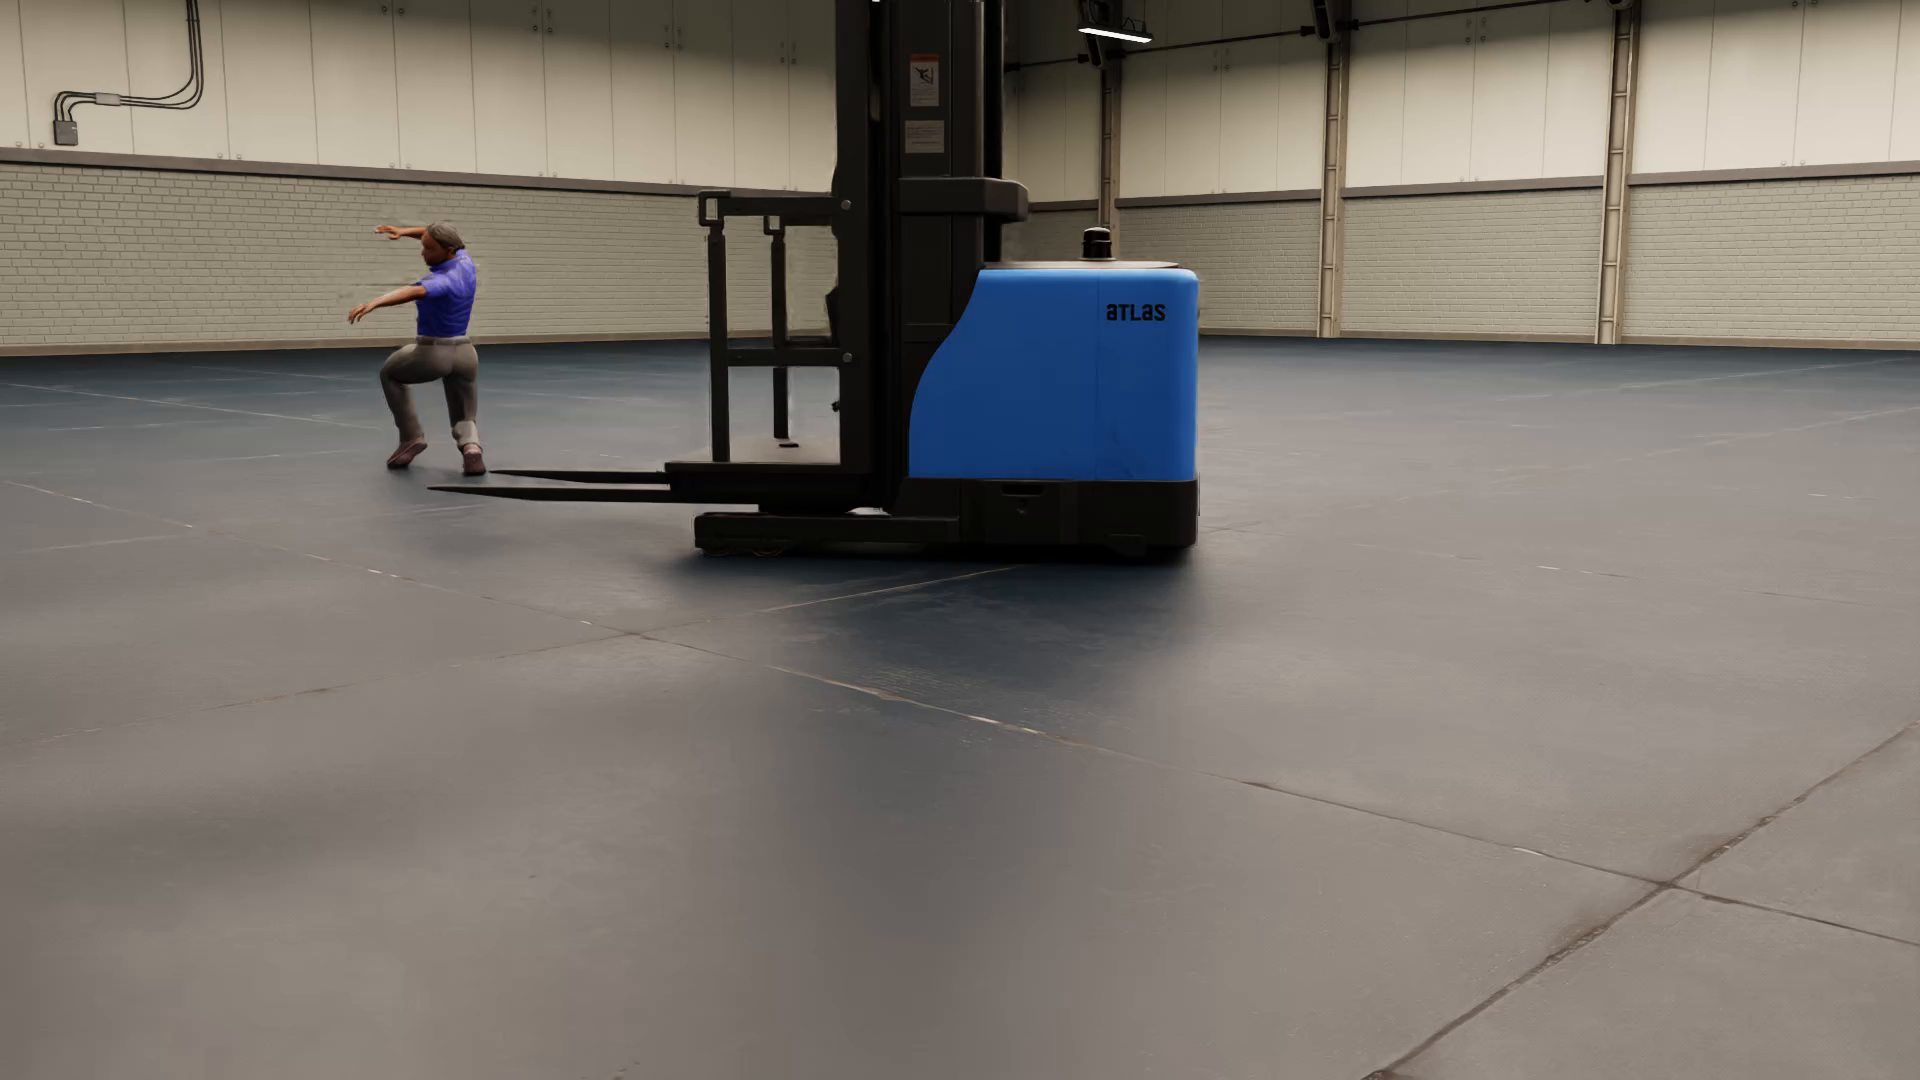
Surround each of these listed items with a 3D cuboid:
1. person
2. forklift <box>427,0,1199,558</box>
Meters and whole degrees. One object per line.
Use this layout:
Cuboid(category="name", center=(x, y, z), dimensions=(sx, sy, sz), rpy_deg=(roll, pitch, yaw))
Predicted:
Cuboid(category="person", center=(-3.056, -1.026, 9.009), dimensions=(0.886, 1.387, 0.957), rpy_deg=(7, 11, 38))
Cuboid(category="forklift", center=(-0.576, -1.458, 6.557), dimensions=(3.031, 2.935, 1.130), rpy_deg=(1, 9, 7))
